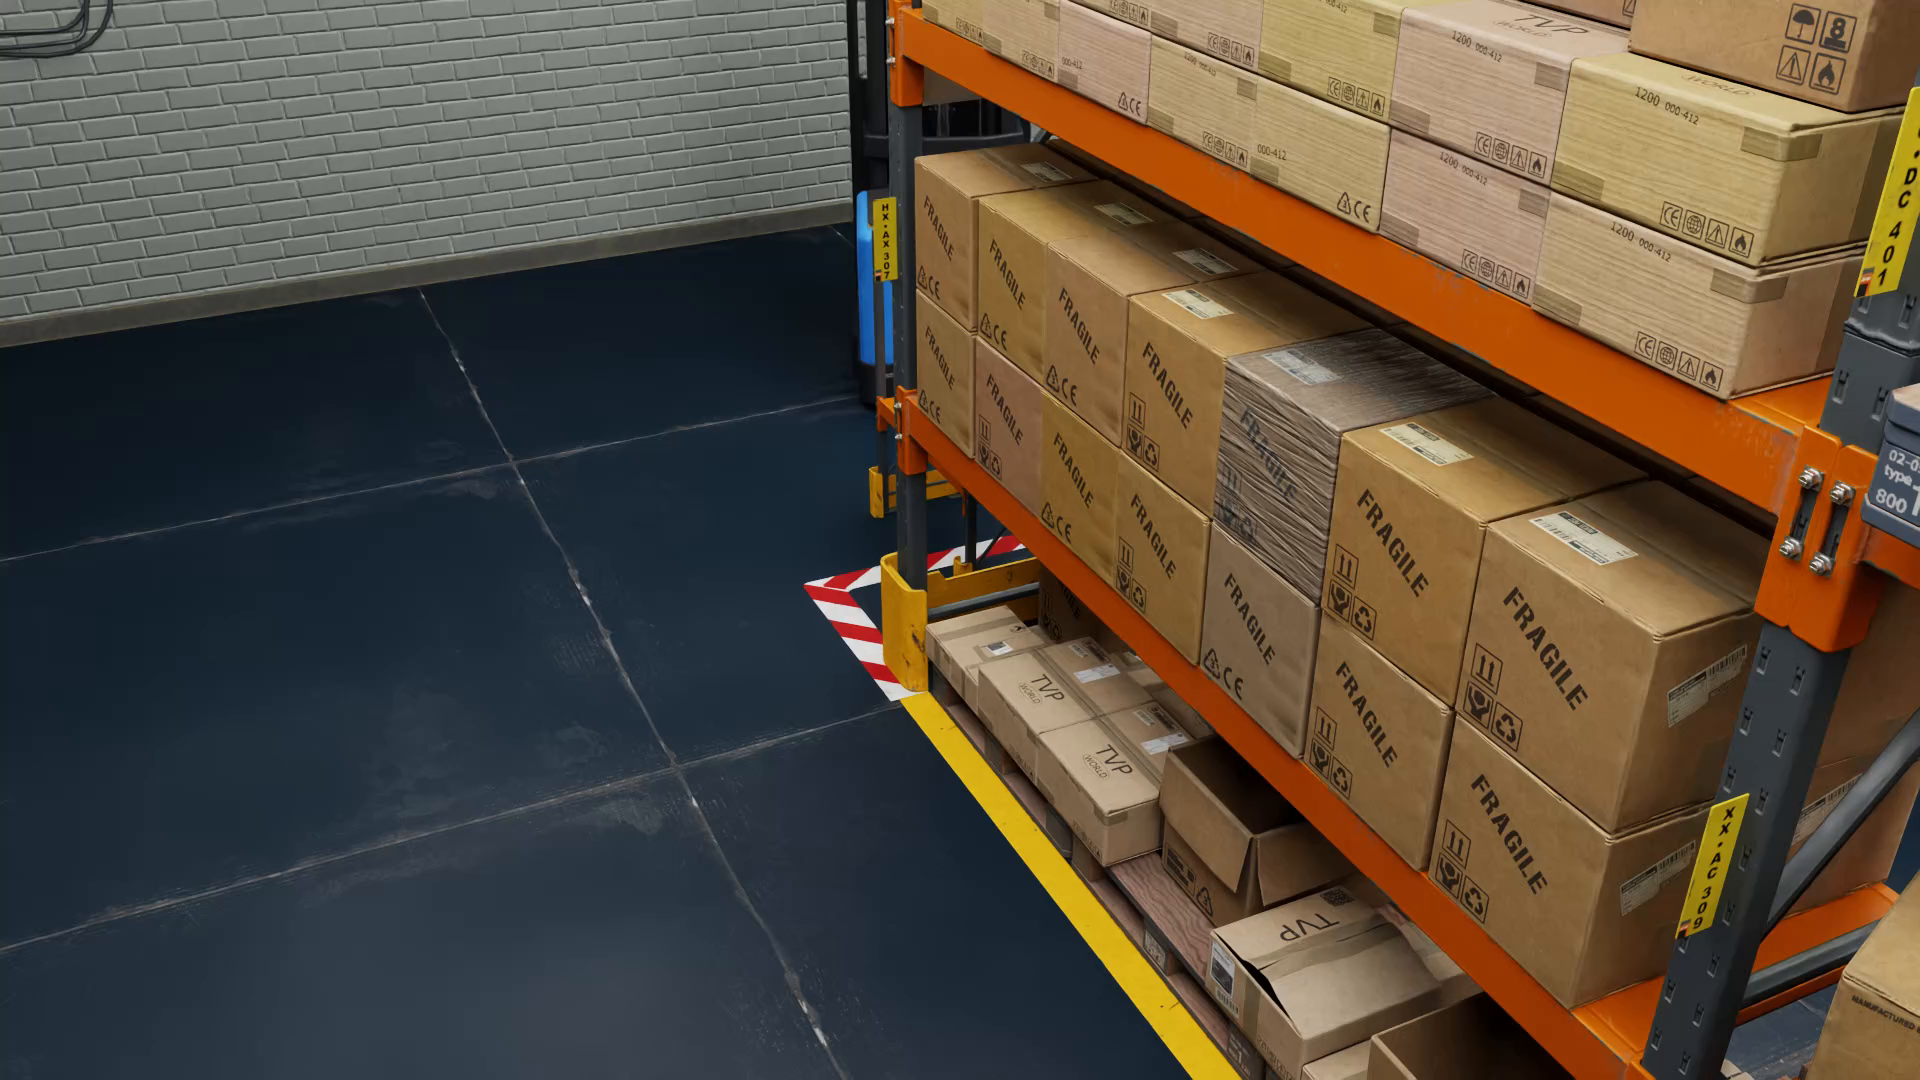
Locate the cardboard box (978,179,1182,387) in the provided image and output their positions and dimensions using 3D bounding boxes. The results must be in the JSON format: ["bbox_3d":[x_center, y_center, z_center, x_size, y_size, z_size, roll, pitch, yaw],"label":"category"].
[{"bbox_3d":[0.393,-0.879,5.626,0.500,0.500,0.500,-13,32,-21],"label":"cardboard box"}]

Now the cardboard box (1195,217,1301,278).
[{"bbox_3d":[1.093,-0.770,5.431,0.500,0.500,0.500,-12,32,-21],"label":"cardboard box"}]

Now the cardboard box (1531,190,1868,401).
[{"bbox_3d":[1.477,-0.515,3.188,0.500,0.250,0.500,-13,32,-22],"label":"cardboard box"}]

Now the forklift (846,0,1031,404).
[{"bbox_3d":[-0.131,-2.740,10.139,1.130,2.935,3.031,-2,29,-3],"label":"forklift"}]

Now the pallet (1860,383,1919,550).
[{"bbox_3d":[2.143,-0.037,2.374,1.213,0.211,1.003,-13,32,-22],"label":"pallet"}]

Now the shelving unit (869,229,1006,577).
[{"bbox_3d":[0.033,-0.620,7.823,0.587,1.500,1.083,-13,32,-22],"label":"shelving unit"}]

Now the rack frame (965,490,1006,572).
[{"bbox_3d":[0.255,-0.392,7.415,0.500,1.500,0.032,-13,32,-22],"label":"rack frame"}]

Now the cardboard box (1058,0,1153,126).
[{"bbox_3d":[0.619,-1.398,4.764,0.500,0.250,0.500,-13,32,-22],"label":"cardboard box"}]

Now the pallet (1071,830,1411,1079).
[{"bbox_3d":[1.105,1.260,5.787,1.003,0.211,1.213,-13,32,-22],"label":"pallet"}]

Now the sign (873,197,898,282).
[{"bbox_3d":[-0.281,-1.144,6.337,0.100,0.325,0.005,-13,32,-22],"label":"sign"}]

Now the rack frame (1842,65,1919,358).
[{"bbox_3d":[1.926,-1.730,2.134,1.000,3.000,0.127,-13,32,-22],"label":"rack frame"}]

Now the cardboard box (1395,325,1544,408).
[{"bbox_3d":[1.536,-0.315,4.620,0.500,0.500,0.500,-14,32,-23],"label":"cardboard box"}]

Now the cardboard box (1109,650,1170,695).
[{"bbox_3d":[0.758,0.550,6.649,0.380,0.166,0.250,-13,32,-22],"label":"cardboard box"}]

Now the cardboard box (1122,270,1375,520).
[{"bbox_3d":[0.822,-0.433,4.830,0.500,0.500,0.500,-13,32,-22],"label":"cardboard box"}]

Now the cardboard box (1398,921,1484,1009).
[{"bbox_3d":[1.561,1.320,5.276,0.380,0.166,0.250,-13,32,-22],"label":"cardboard box"}]

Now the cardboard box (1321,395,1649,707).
[{"bbox_3d":[1.253,0.013,4.036,0.500,0.500,0.500,-14,32,-23],"label":"cardboard box"}]

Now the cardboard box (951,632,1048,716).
[{"bbox_3d":[0.186,0.532,6.682,0.380,0.166,0.250,-13,32,-22],"label":"cardboard box"}]

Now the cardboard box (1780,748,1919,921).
[{"bbox_3d":[1.954,0.561,4.080,0.500,0.500,0.500,-12,32,-21],"label":"cardboard box"}]

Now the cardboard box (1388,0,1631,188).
[{"bbox_3d":[1.261,-0.953,3.459,0.500,0.250,0.500,-13,32,-22],"label":"cardboard box"}]

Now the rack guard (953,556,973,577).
[{"bbox_3d":[0.247,0.145,7.736,0.587,0.250,0.087,-13,32,-22],"label":"rack guard"}]

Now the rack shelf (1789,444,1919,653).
[{"bbox_3d":[2.785,0.776,1.468,1.077,0.370,4.000,-13,32,-22],"label":"rack shelf"}]

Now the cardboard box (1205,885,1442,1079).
[{"bbox_3d":[1.104,1.344,5.085,0.500,0.311,0.500,-13,32,-22],"label":"cardboard box"}]

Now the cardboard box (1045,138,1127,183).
[{"bbox_3d":[0.649,-1.221,6.236,0.500,0.500,0.500,-13,32,-22],"label":"cardboard box"}]

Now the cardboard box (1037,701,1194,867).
[{"bbox_3d":[0.616,0.869,5.995,0.500,0.250,0.500,-13,32,-22],"label":"cardboard box"}]

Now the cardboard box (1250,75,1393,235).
[{"bbox_3d":[1.050,-0.957,3.976,0.500,0.250,0.500,-13,32,-22],"label":"cardboard box"}]

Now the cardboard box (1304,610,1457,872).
[{"bbox_3d":[1.258,0.449,4.280,0.500,0.500,0.500,-12,31,-21],"label":"cardboard box"}]

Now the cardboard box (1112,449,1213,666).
[{"bbox_3d":[0.814,-0.002,5.084,0.500,0.500,0.500,-13,32,-21],"label":"cardboard box"}]

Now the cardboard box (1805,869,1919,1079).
[{"bbox_3d":[1.928,0.916,3.017,0.700,0.500,0.500,-26,38,-38],"label":"cardboard box"}]

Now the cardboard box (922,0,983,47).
[{"bbox_3d":[0.200,-1.843,5.556,0.500,0.250,0.500,-13,32,-22],"label":"cardboard box"}]

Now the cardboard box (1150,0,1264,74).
[{"bbox_3d":[0.834,-1.396,4.248,0.500,0.250,0.500,-13,32,-22],"label":"cardboard box"}]

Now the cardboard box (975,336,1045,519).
[{"bbox_3d":[0.388,-0.445,5.875,0.500,0.500,0.500,-13,32,-22],"label":"cardboard box"}]

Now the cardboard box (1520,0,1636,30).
[{"bbox_3d":[1.597,-1.359,3.414,0.700,0.500,0.500,-13,32,-22],"label":"cardboard box"}]

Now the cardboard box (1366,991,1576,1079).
[{"bbox_3d":[1.426,1.593,4.448,0.500,0.500,0.500,-13,32,-22],"label":"cardboard box"}]

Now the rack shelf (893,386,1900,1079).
[{"bbox_3d":[1.068,0.317,5.353,1.077,0.370,4.000,-13,32,-22],"label":"rack shelf"}]

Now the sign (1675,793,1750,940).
[{"bbox_3d":[1.440,0.627,3.180,0.100,0.325,0.005,-13,32,-22],"label":"sign"}]

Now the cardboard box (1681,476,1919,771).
[{"bbox_3d":[1.978,0.140,3.809,0.500,0.500,0.500,-12,32,-21],"label":"cardboard box"}]

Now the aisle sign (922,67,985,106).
[{"bbox_3d":[-0.085,-1.982,6.060,0.394,0.787,0.004,-13,32,-22],"label":"aisle sign"}]
